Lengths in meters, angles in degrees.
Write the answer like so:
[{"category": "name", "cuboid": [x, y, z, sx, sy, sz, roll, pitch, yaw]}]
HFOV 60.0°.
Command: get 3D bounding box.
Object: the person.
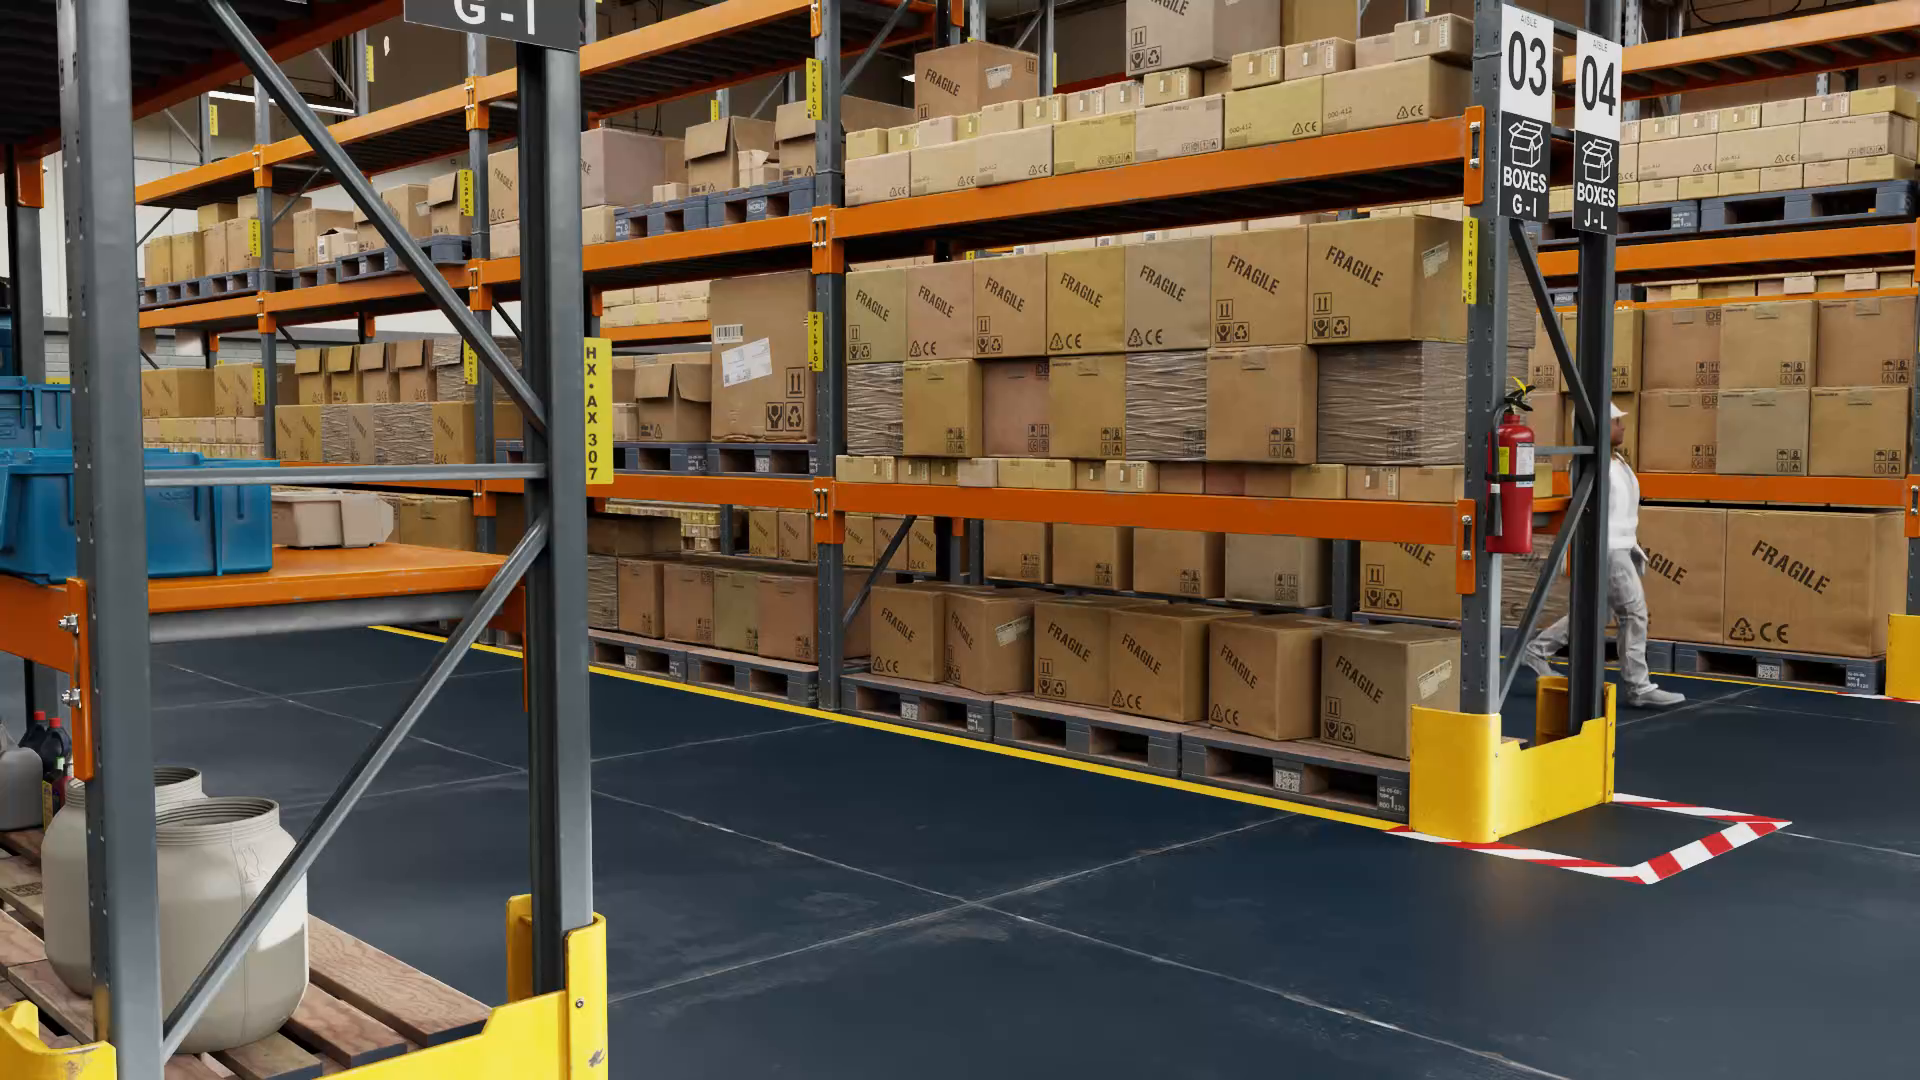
[{"category": "person", "cuboid": [3.730, 0.061, 9.657, 0.972, 1.754, 0.587, 2, 5, 32]}]
